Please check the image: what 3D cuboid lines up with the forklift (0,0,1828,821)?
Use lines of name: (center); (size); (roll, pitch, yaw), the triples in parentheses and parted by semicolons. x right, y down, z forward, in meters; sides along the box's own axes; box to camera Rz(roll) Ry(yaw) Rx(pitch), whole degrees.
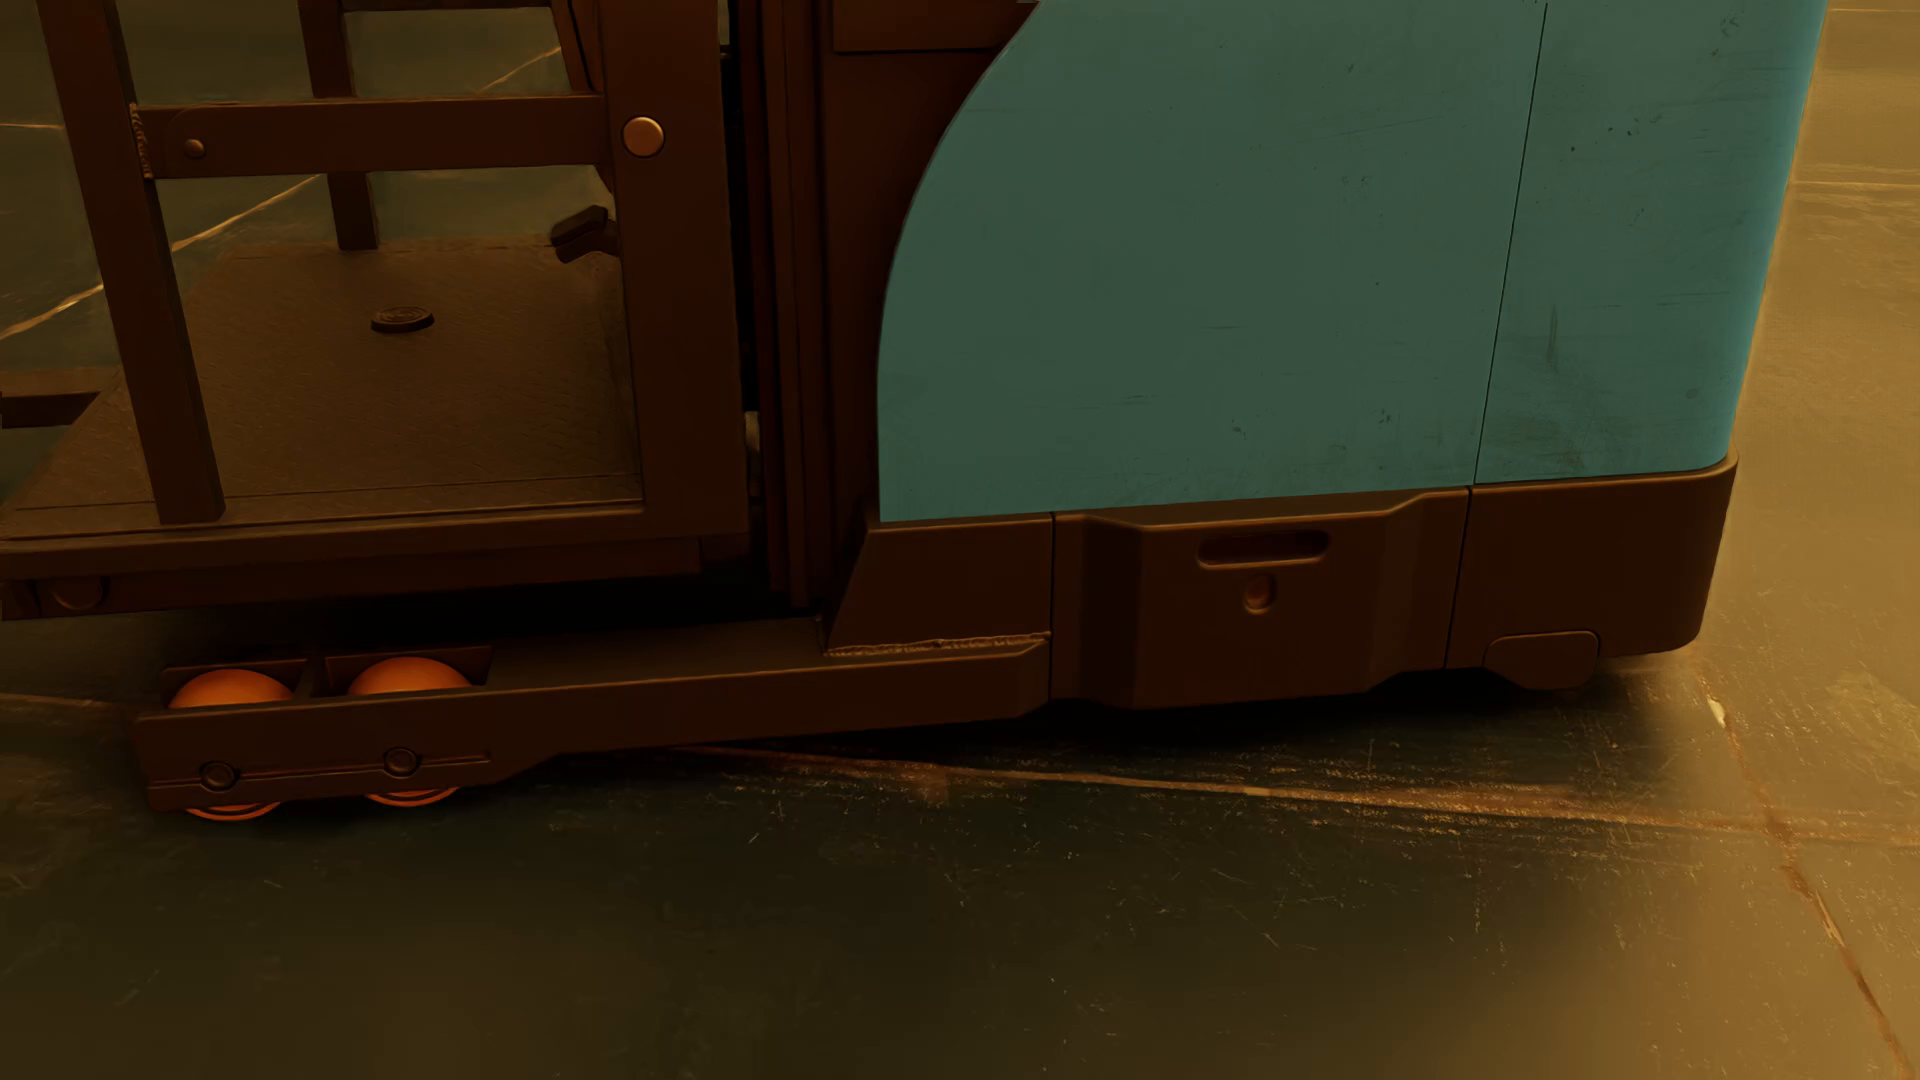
forklift: (-0.611, -1.249, 1.719); (3.031, 2.935, 1.130); (-4, 27, -7)
